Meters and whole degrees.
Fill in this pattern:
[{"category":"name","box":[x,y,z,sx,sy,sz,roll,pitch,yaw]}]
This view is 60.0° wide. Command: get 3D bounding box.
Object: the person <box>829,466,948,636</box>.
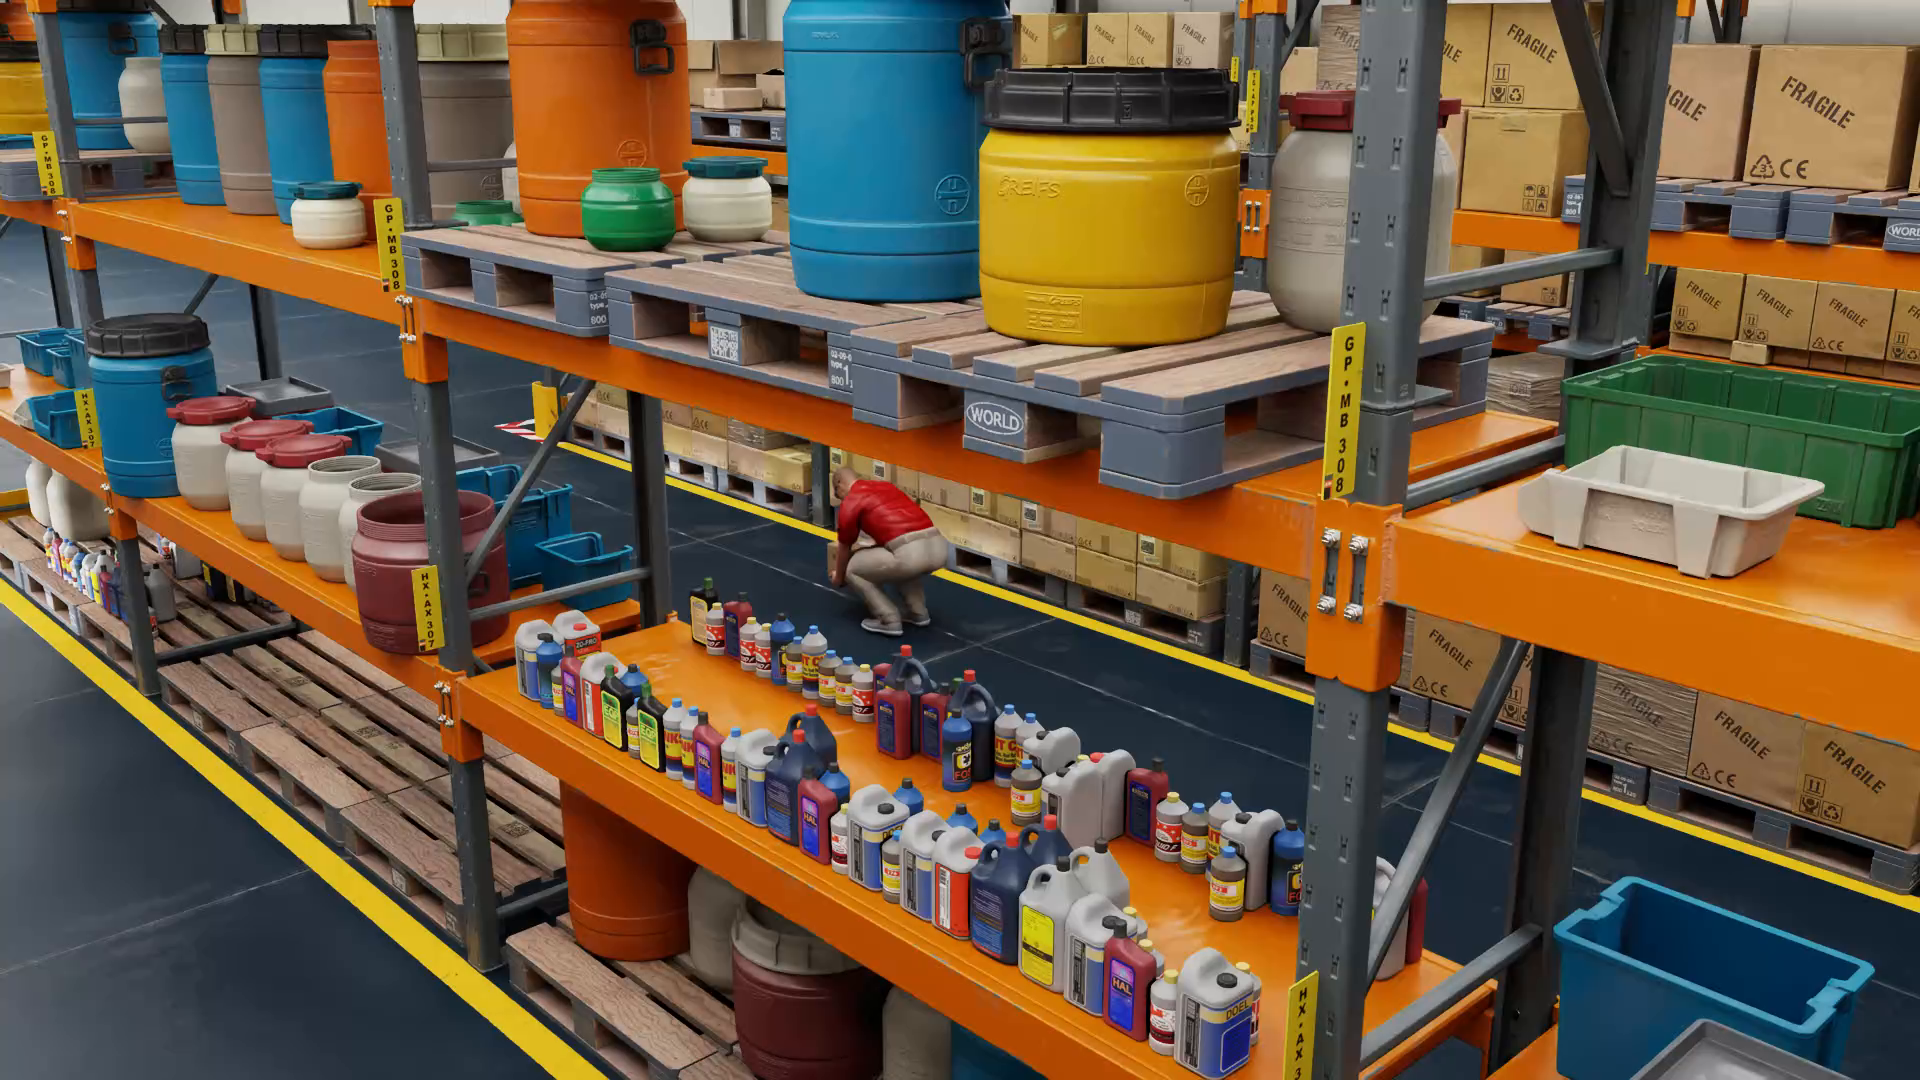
[{"category":"person","box":[-0.481,0.066,10.635,0.522,0.988,0.877,-16,23,-42]}]
